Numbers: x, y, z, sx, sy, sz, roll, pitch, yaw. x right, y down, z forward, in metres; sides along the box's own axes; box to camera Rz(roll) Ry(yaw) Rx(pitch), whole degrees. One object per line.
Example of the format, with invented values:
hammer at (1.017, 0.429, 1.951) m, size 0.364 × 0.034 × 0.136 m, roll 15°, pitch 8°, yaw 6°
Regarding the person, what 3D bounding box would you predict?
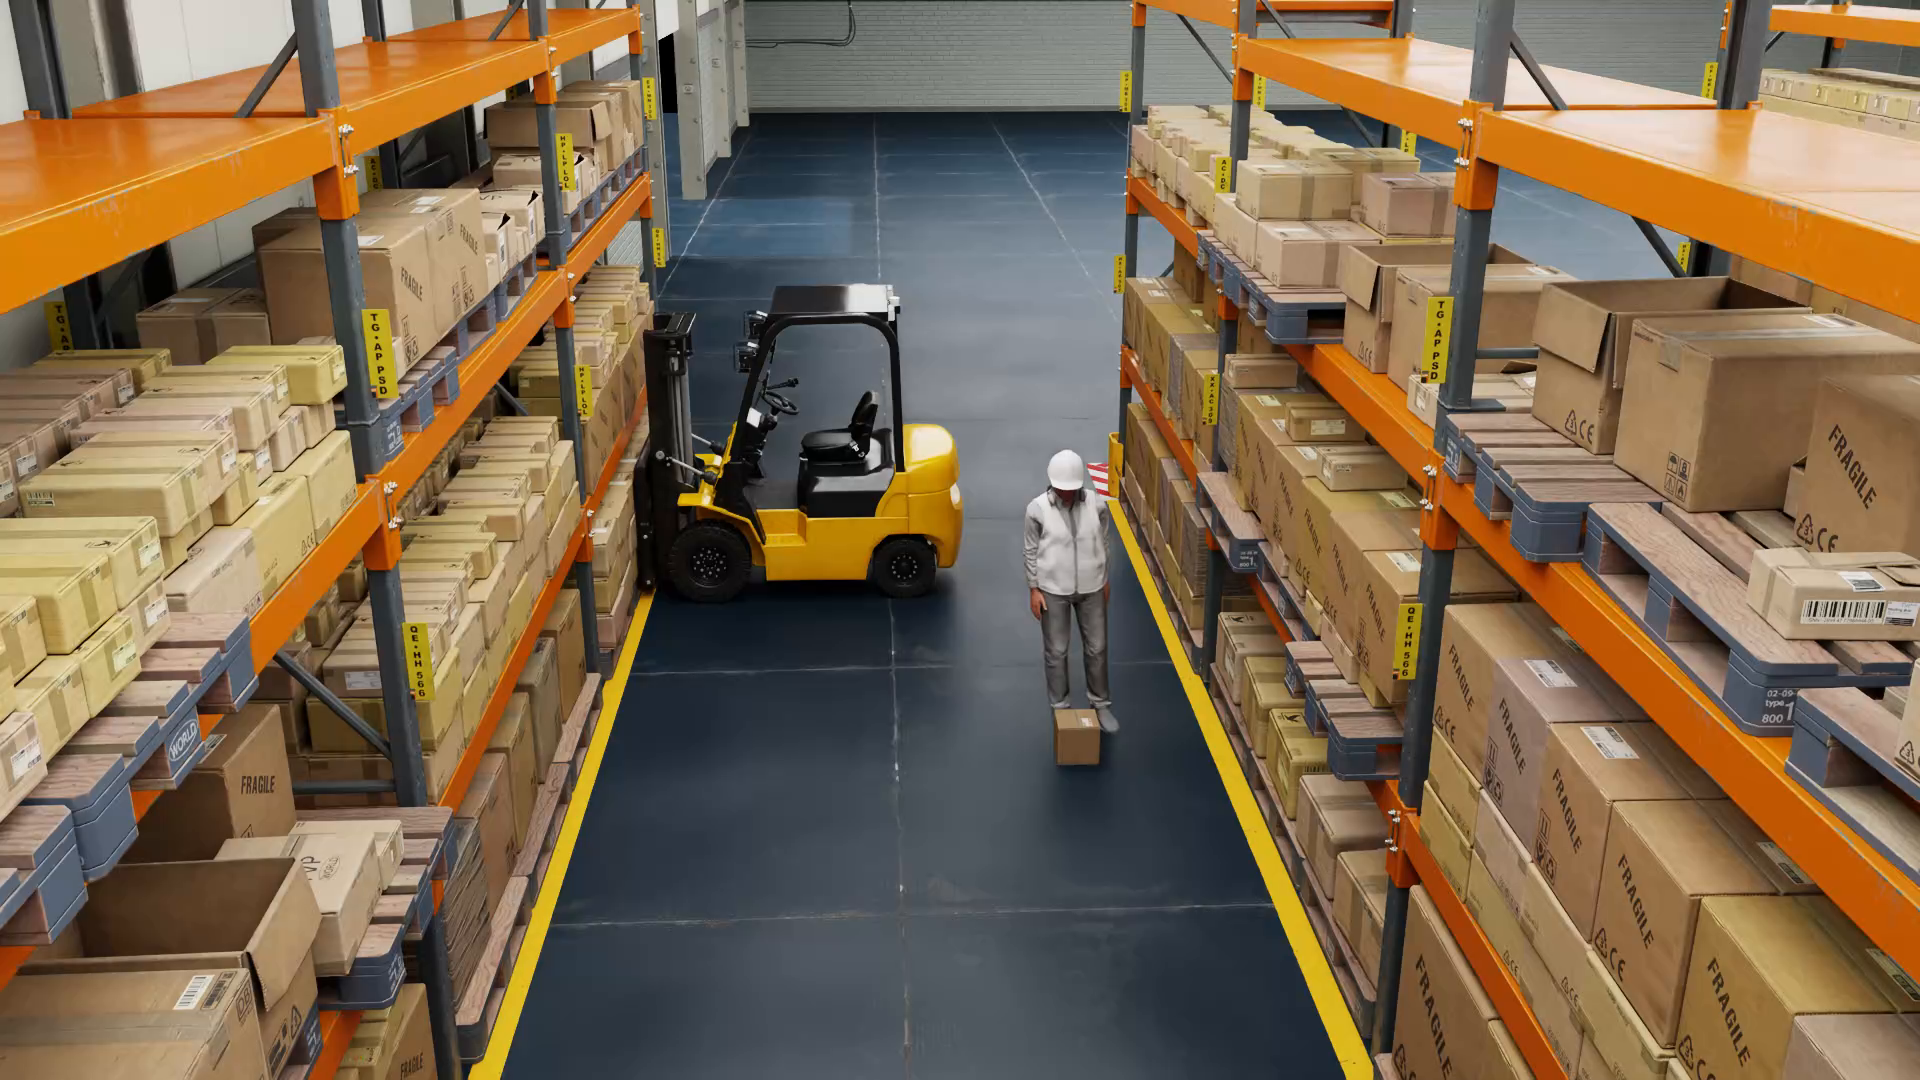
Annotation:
person at (0.688, 0.318, 10.152) m, size 0.590 × 1.794 × 0.460 m, roll -3°, pitch 20°, yaw -8°
